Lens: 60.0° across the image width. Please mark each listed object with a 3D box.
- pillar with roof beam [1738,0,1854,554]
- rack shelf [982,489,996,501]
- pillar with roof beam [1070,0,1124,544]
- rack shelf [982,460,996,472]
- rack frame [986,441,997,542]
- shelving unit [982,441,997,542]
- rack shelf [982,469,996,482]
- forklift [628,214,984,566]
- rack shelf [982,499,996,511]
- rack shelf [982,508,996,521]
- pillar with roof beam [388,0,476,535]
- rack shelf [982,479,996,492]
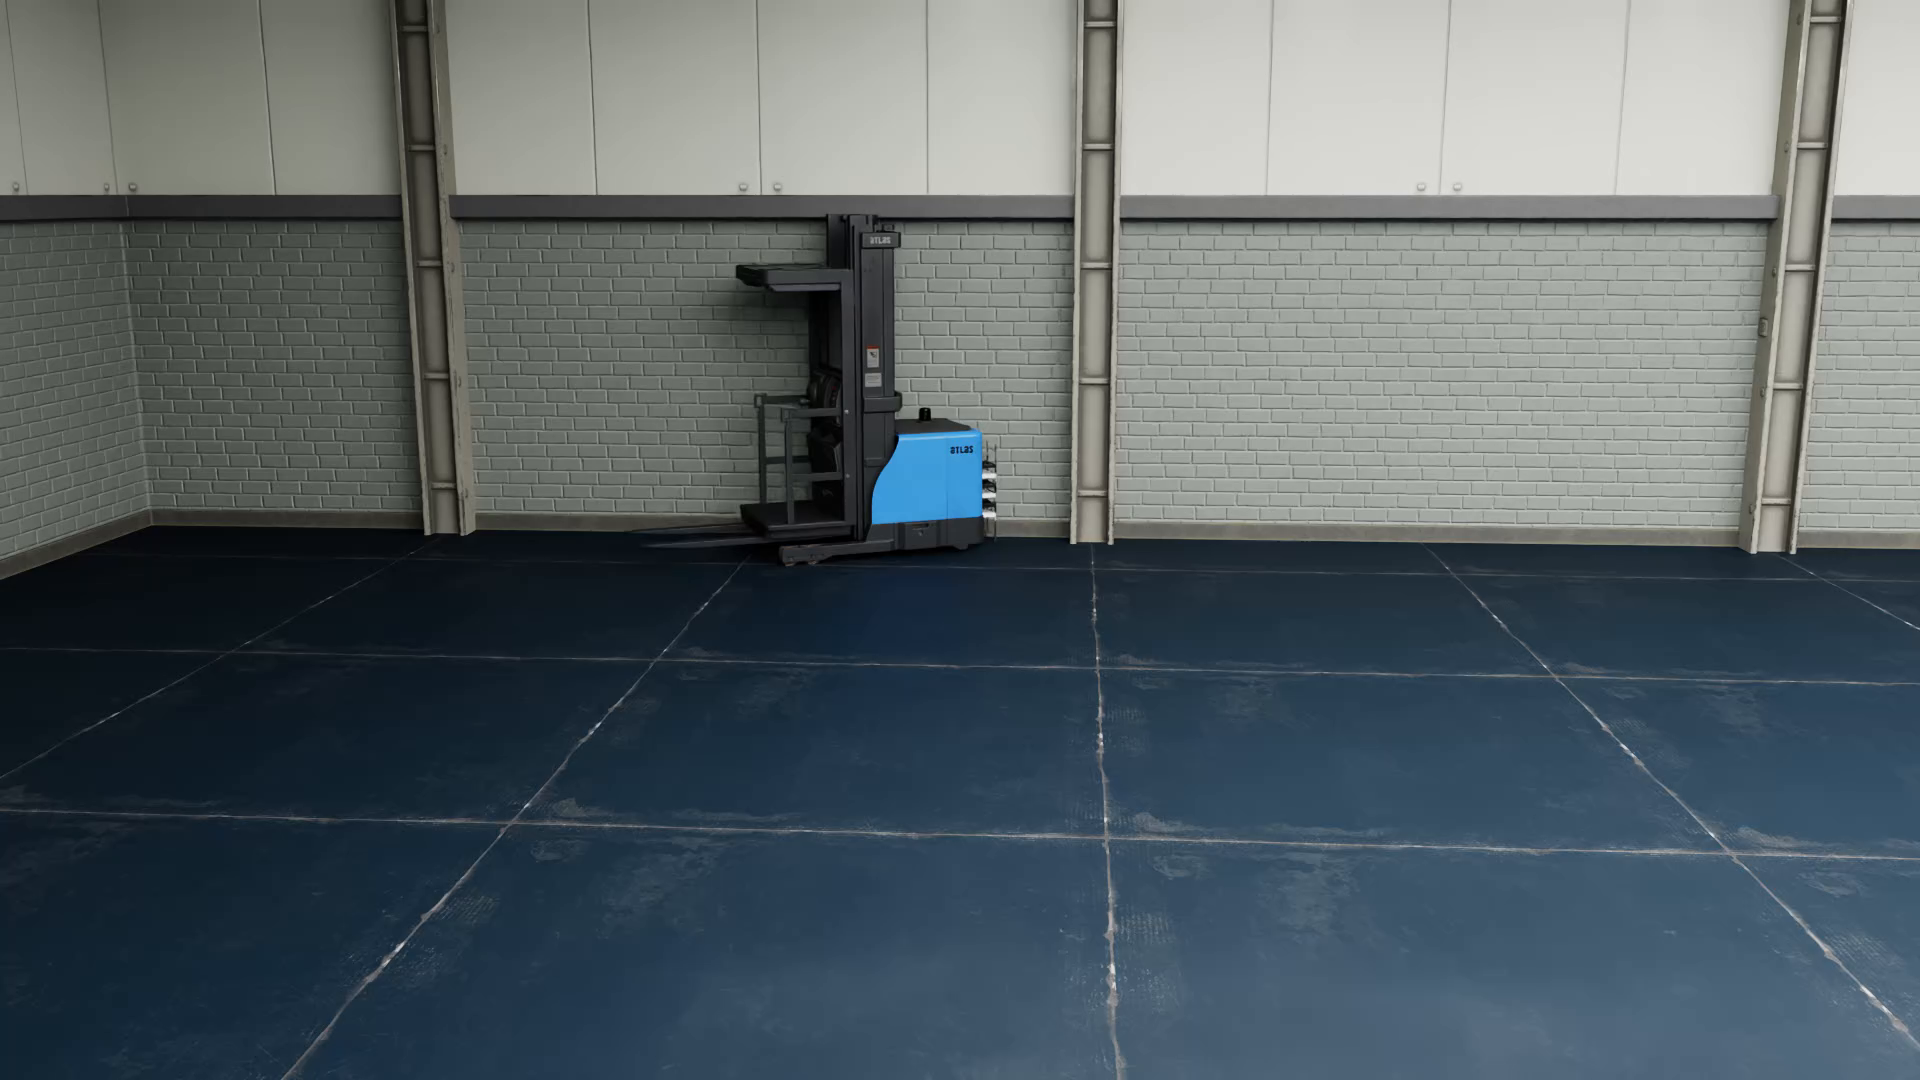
[{"bbox_3d":[6.903,-3.437,9.705,0.400,9.000,9.100,1,12,4],"label":"pillar with roof beam"},{"bbox_3d":[0.190,-0.404,15.148,0.200,0.077,0.258,-4,13,-20],"label":"rack shelf"},{"bbox_3d":[0.916,-3.520,10.097,0.400,9.000,9.100,1,12,4],"label":"pillar with roof beam"},{"bbox_3d":[0.190,-0.669,15.093,0.200,0.077,0.258,-4,13,-20],"label":"rack shelf"},{"bbox_3d":[0.286,-0.444,15.176,0.006,0.900,0.240,-4,13,-20],"label":"rack frame"},{"bbox_3d":[0.190,-0.437,15.142,0.210,0.900,0.258,-4,13,-20],"label":"shelving unit"},{"bbox_3d":[0.190,-0.581,15.112,0.200,0.077,0.258,-4,13,-20],"label":"rack shelf"},{"bbox_3d":[-1.363,-1.333,14.466,3.031,2.935,1.130,-4,13,-20],"label":"forklift"},{"bbox_3d":[0.190,-0.316,15.167,0.200,0.077,0.258,-4,13,-20],"label":"rack shelf"},{"bbox_3d":[0.190,-0.228,15.185,0.200,0.077,0.258,-4,13,-20],"label":"rack shelf"},{"bbox_3d":[-5.070,-3.602,10.490,0.400,9.000,9.100,1,12,4],"label":"pillar with roof beam"},{"bbox_3d":[0.190,-0.493,15.130,0.200,0.077,0.258,-4,13,-20],"label":"rack shelf"}]
